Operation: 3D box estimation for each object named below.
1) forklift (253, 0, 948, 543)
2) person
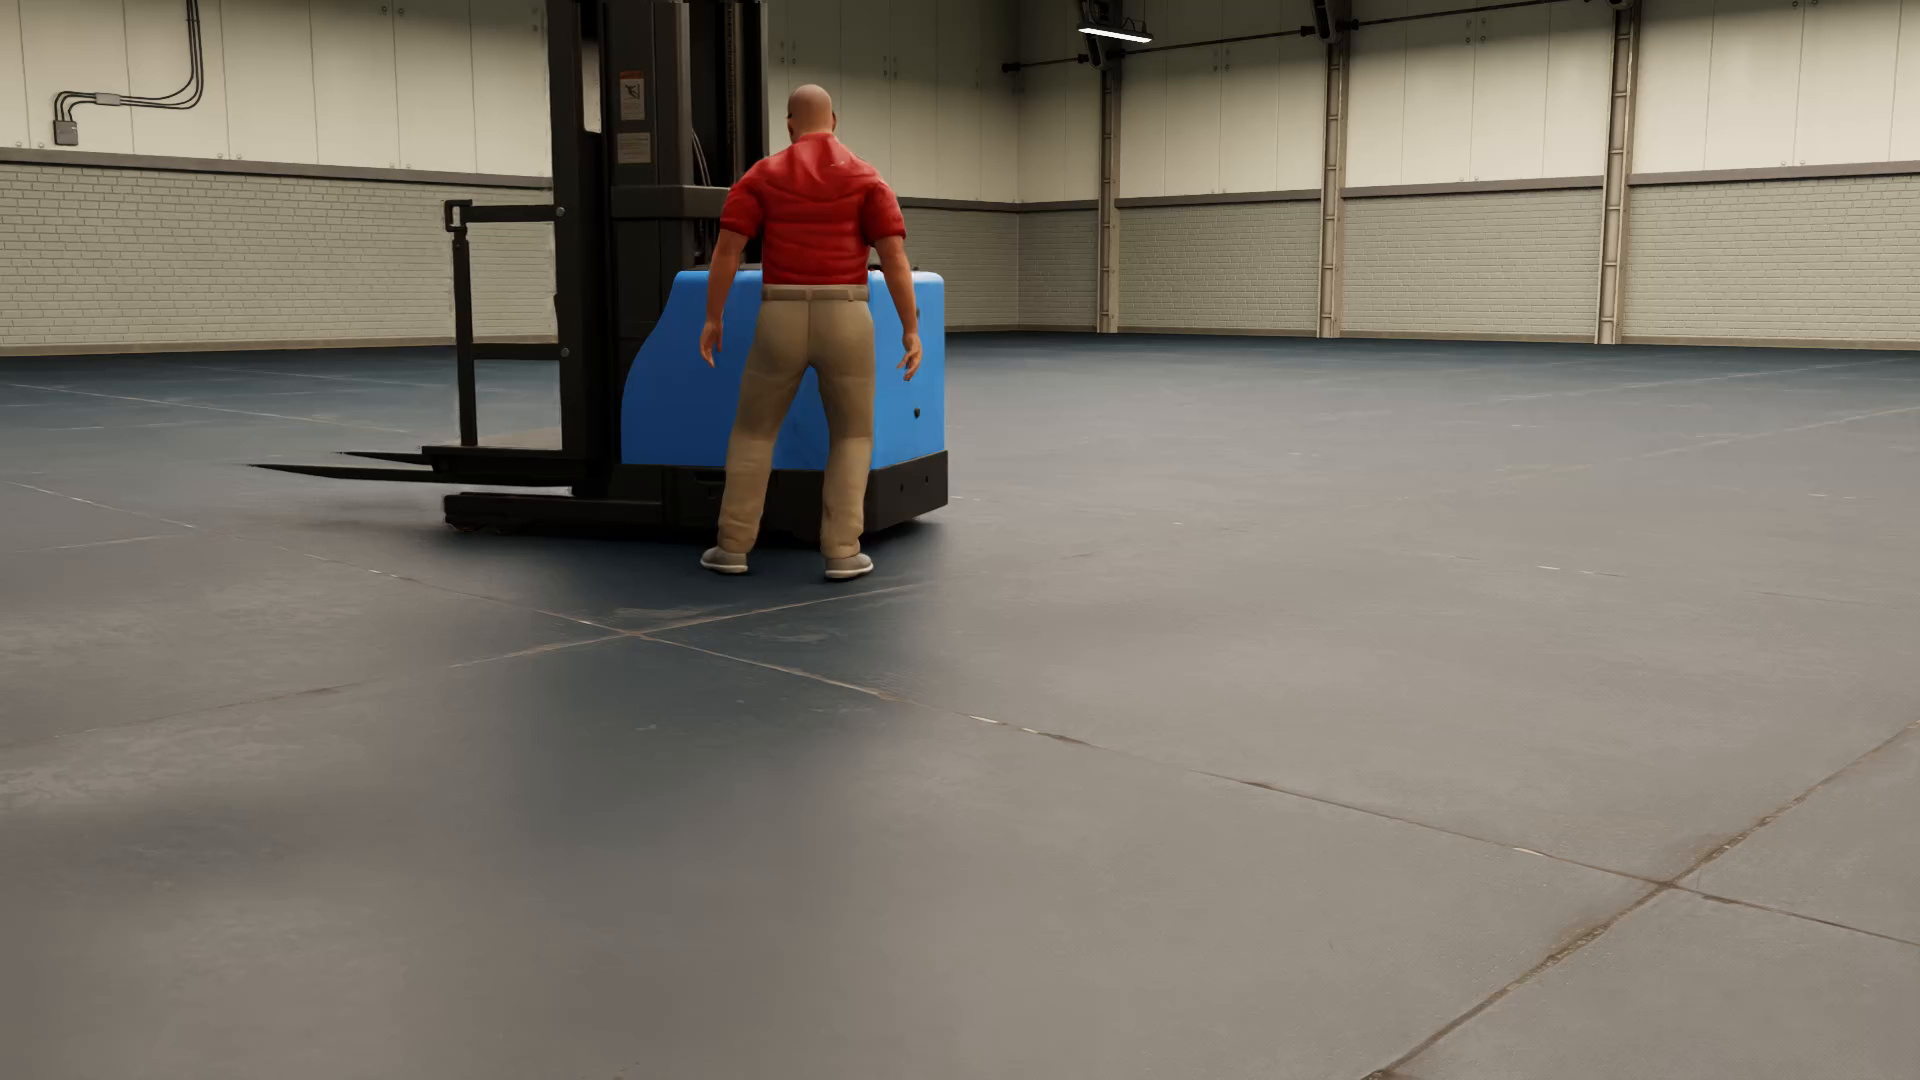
[{"bbox_3d":[-1.627,-1.542,7.111,3.031,2.935,1.130,3,9,18],"label":"forklift"},{"bbox_3d":[-0.537,-0.723,5.816,0.831,1.703,0.389,0,9,3],"label":"person"}]
